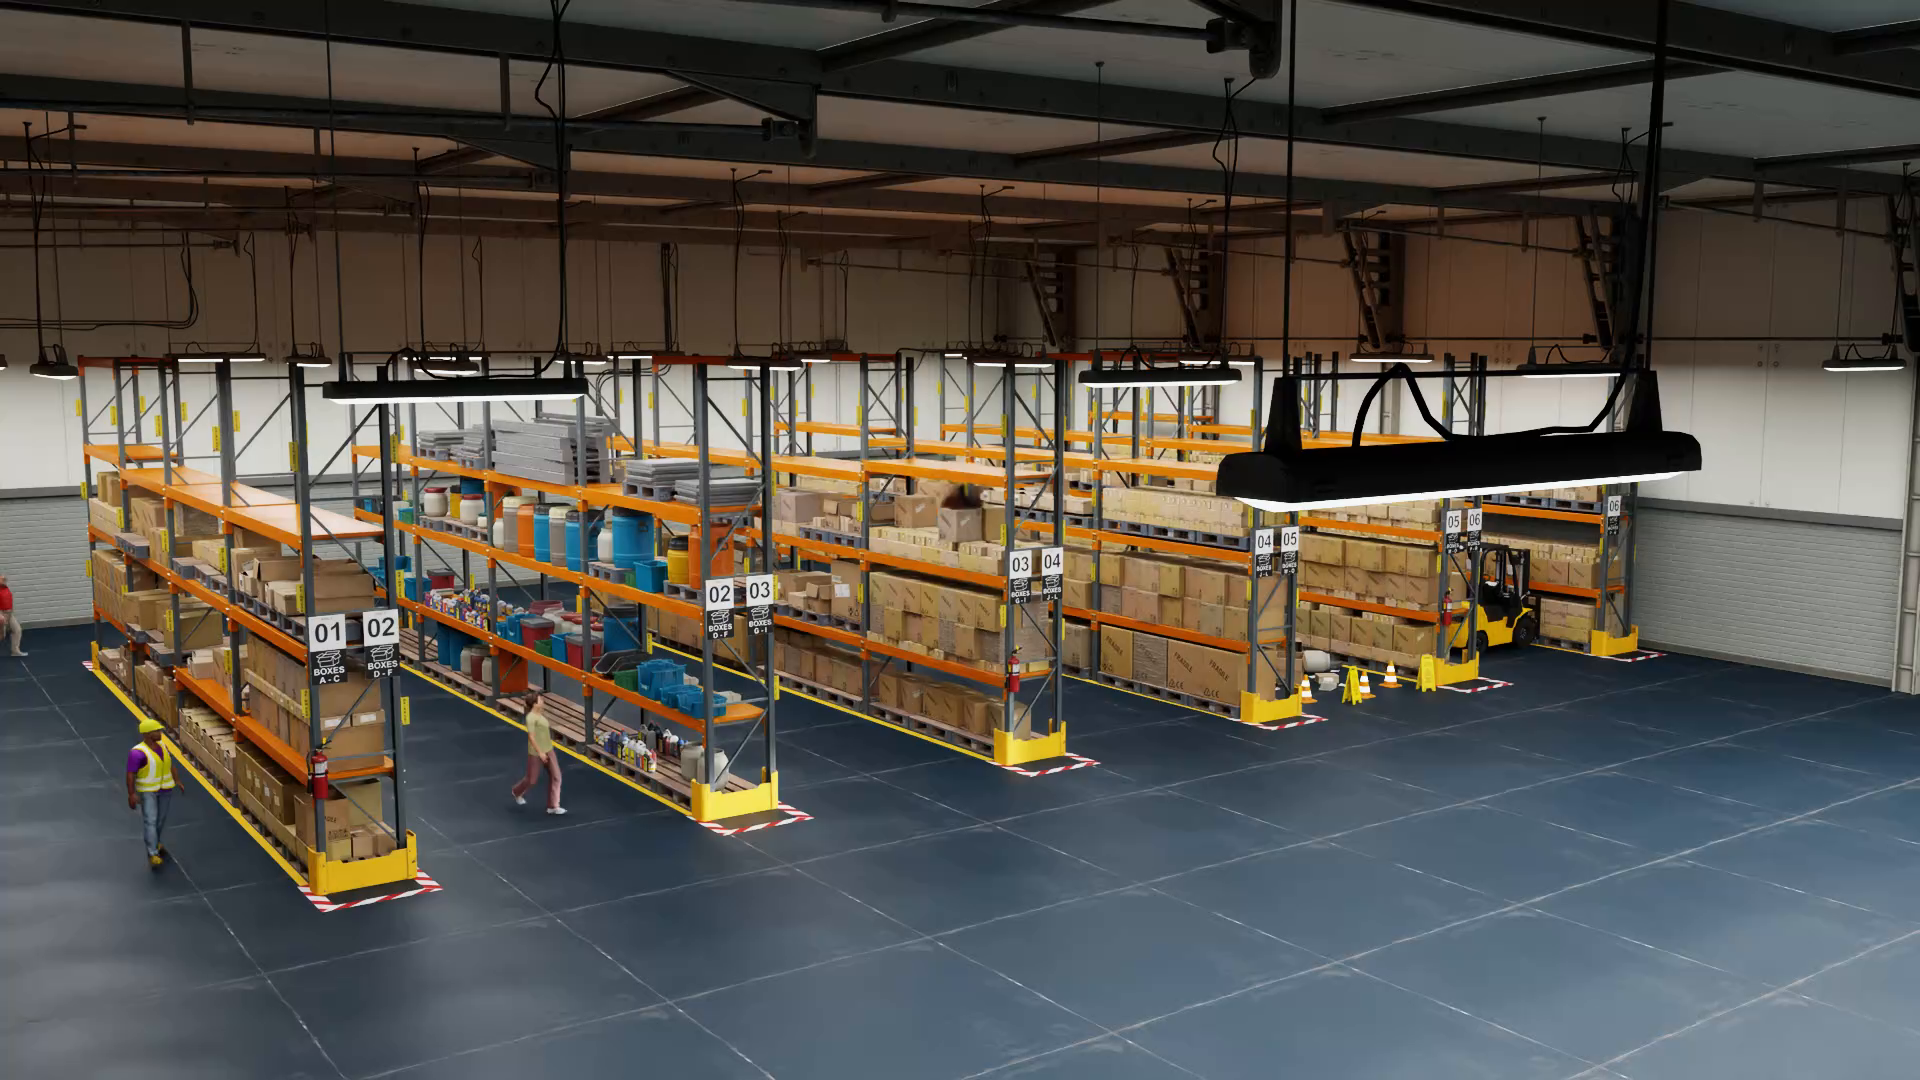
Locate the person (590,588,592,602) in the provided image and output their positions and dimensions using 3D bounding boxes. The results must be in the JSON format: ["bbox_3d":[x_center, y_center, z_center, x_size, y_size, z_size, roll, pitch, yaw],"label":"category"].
[{"bbox_3d":[-8.533,0.724,39.050,0.394,1.799,0.568,3,7,21],"label":"person"}]

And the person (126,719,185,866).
[{"bbox_3d":[-9.741,3.018,20.158,1.056,1.698,0.643,6,9,42],"label":"person"}]

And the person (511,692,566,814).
[{"bbox_3d":[-5.667,2.829,22.227,0.914,1.621,0.432,5,9,38],"label":"person"}]

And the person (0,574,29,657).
[{"bbox_3d":[-19.000,1.497,32.916,0.894,1.672,0.578,-1,7,-9],"label":"person"}]
